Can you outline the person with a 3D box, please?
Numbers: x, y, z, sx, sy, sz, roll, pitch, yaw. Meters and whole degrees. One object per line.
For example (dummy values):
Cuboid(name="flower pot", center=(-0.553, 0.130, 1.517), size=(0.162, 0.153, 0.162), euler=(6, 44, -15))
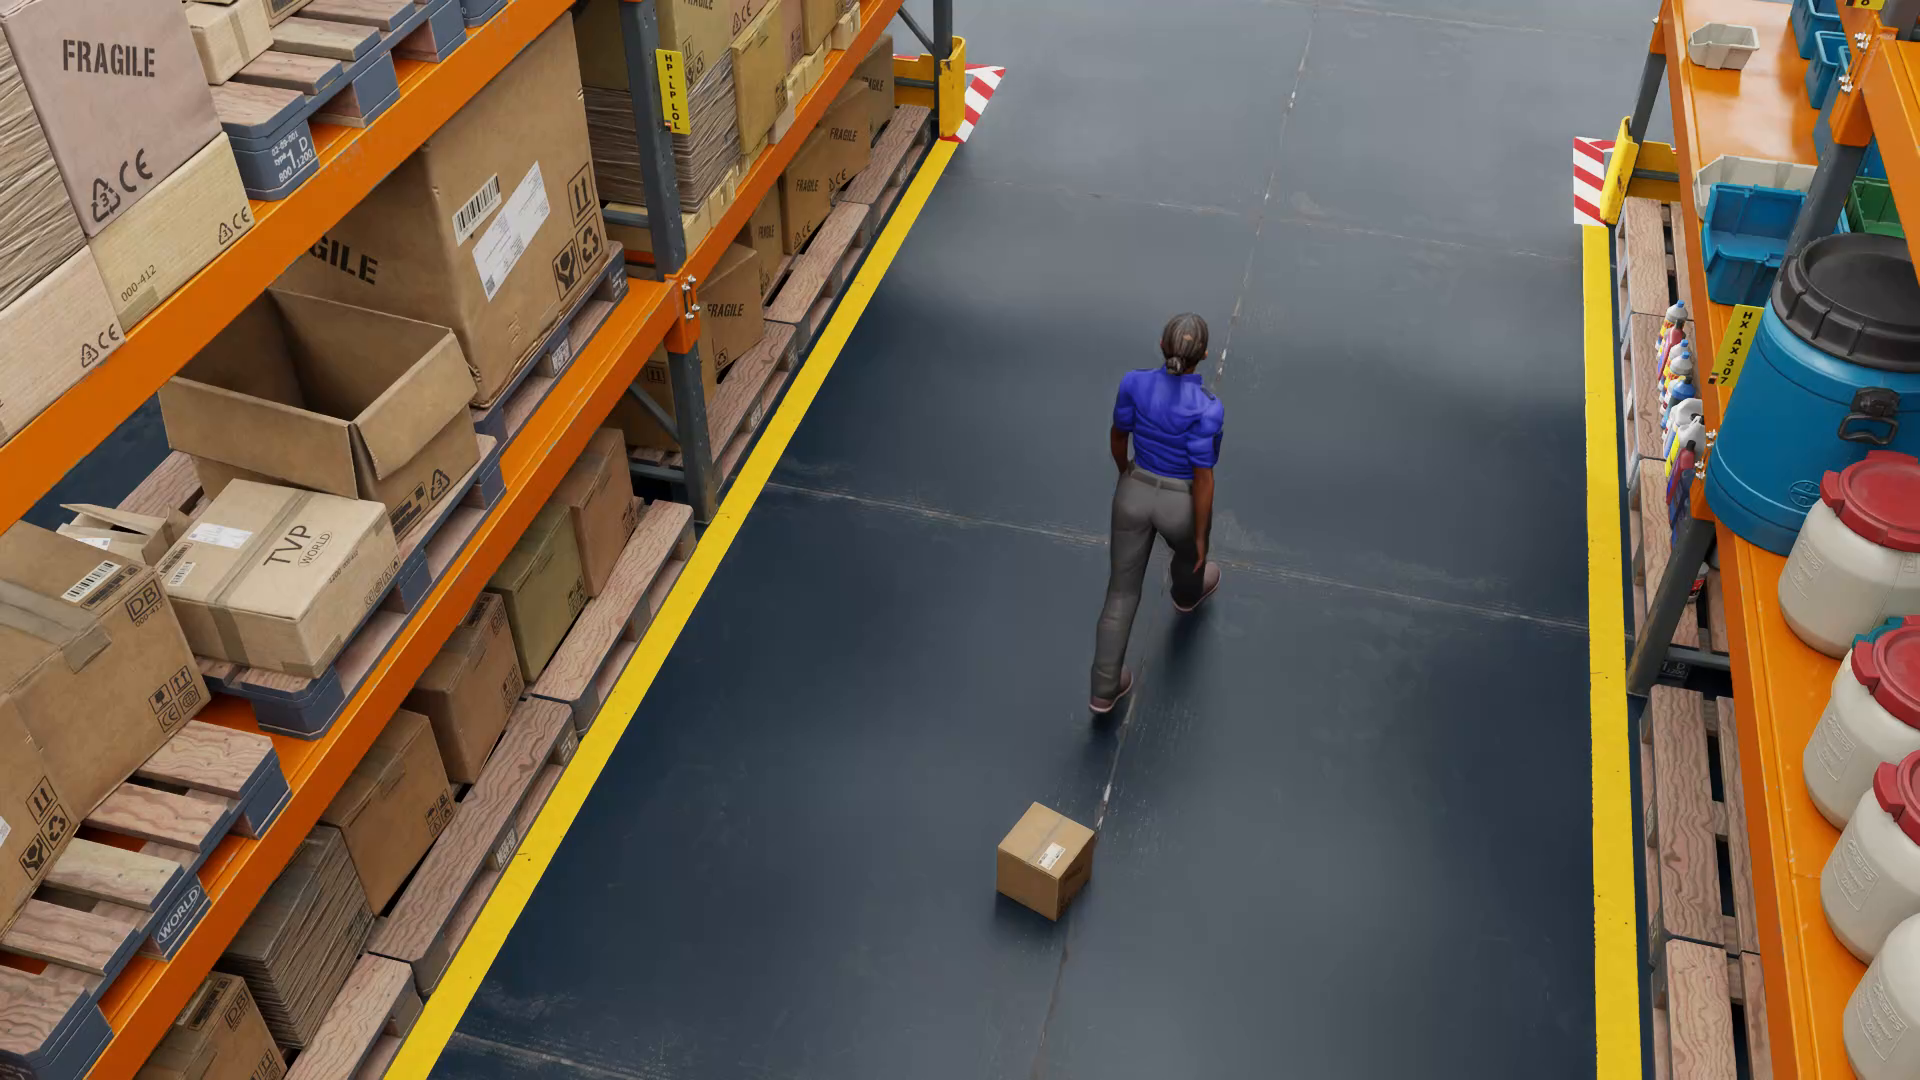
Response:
Cuboid(name="person", center=(0.772, -0.172, 6.364), size=(0.476, 1.587, 1.030), euler=(17, 44, 18))
